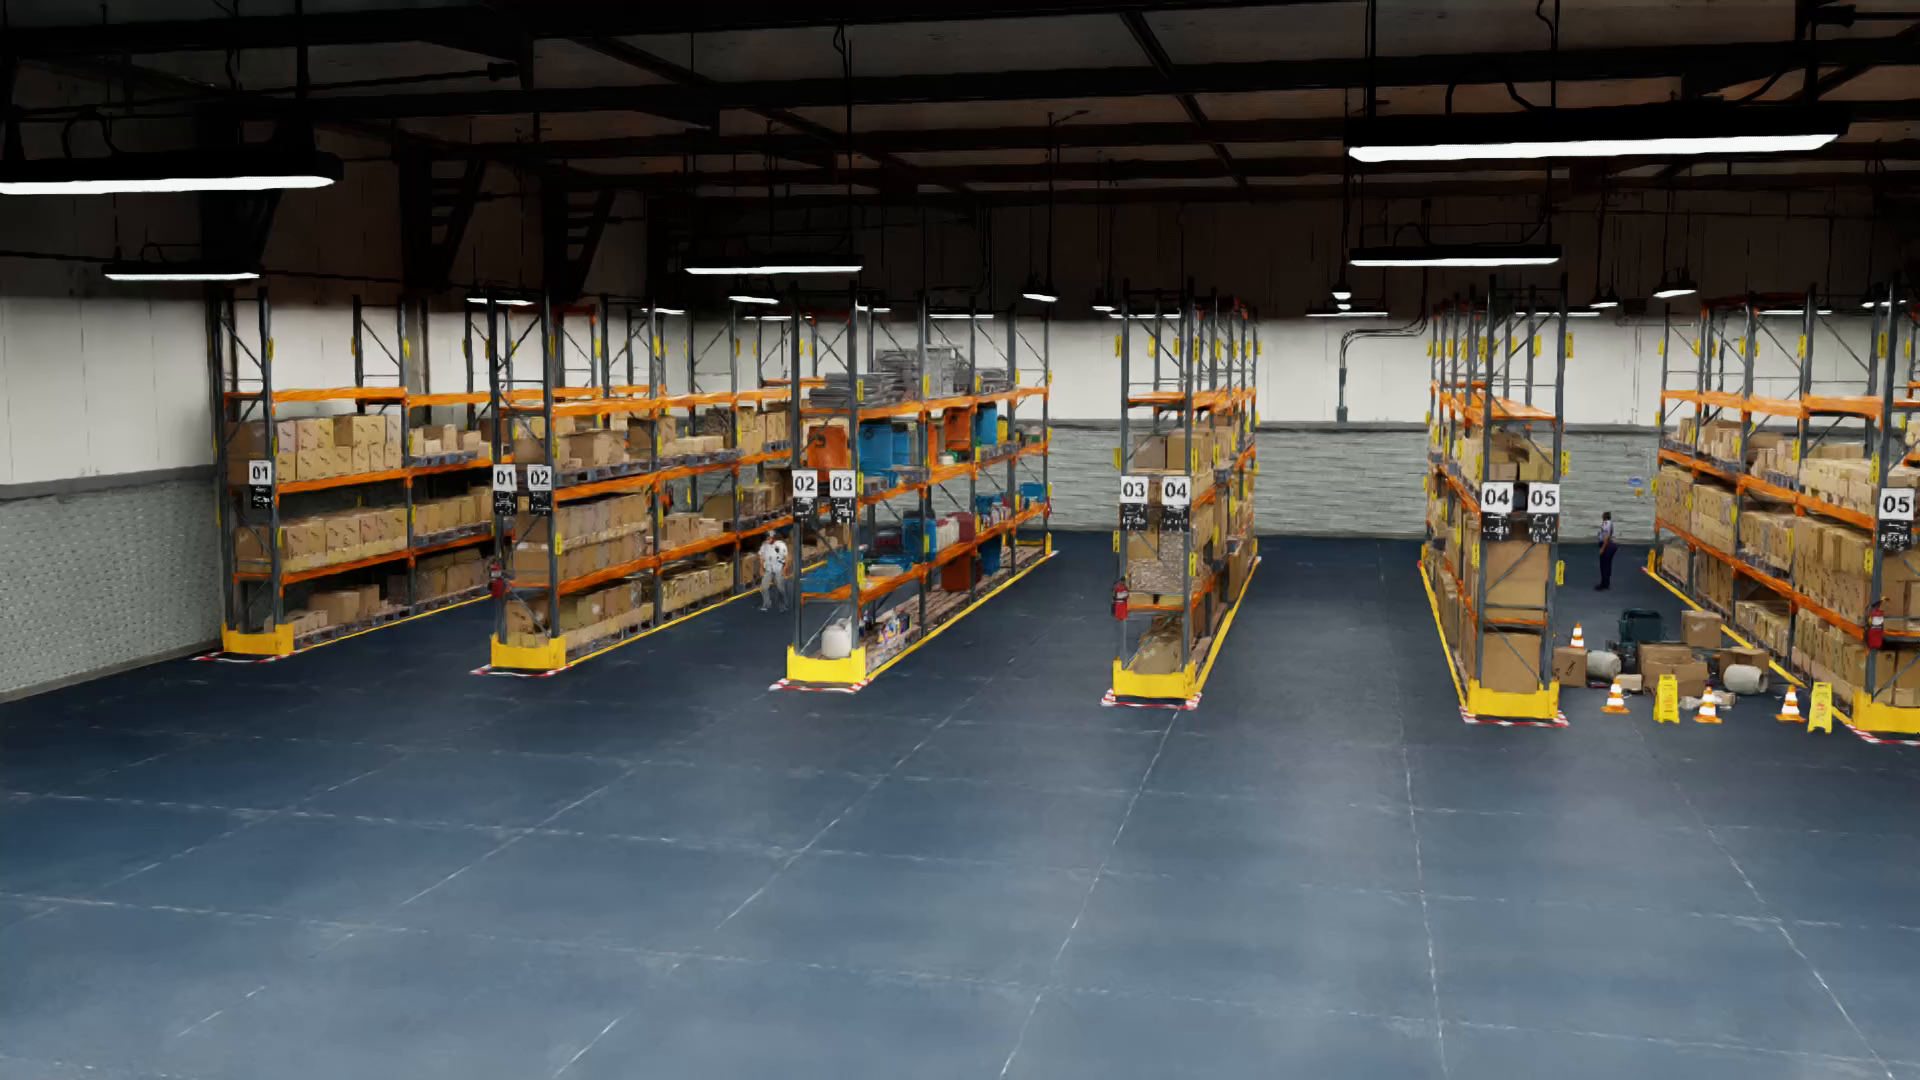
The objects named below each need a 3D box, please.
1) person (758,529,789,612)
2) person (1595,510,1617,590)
[{"bbox_3d":[-3.556,0.575,31.696,0.625,1.611,0.575,1,7,11],"label":"person"},{"bbox_3d":[13.483,0.214,34.722,0.396,1.678,0.522,4,8,31],"label":"person"}]
